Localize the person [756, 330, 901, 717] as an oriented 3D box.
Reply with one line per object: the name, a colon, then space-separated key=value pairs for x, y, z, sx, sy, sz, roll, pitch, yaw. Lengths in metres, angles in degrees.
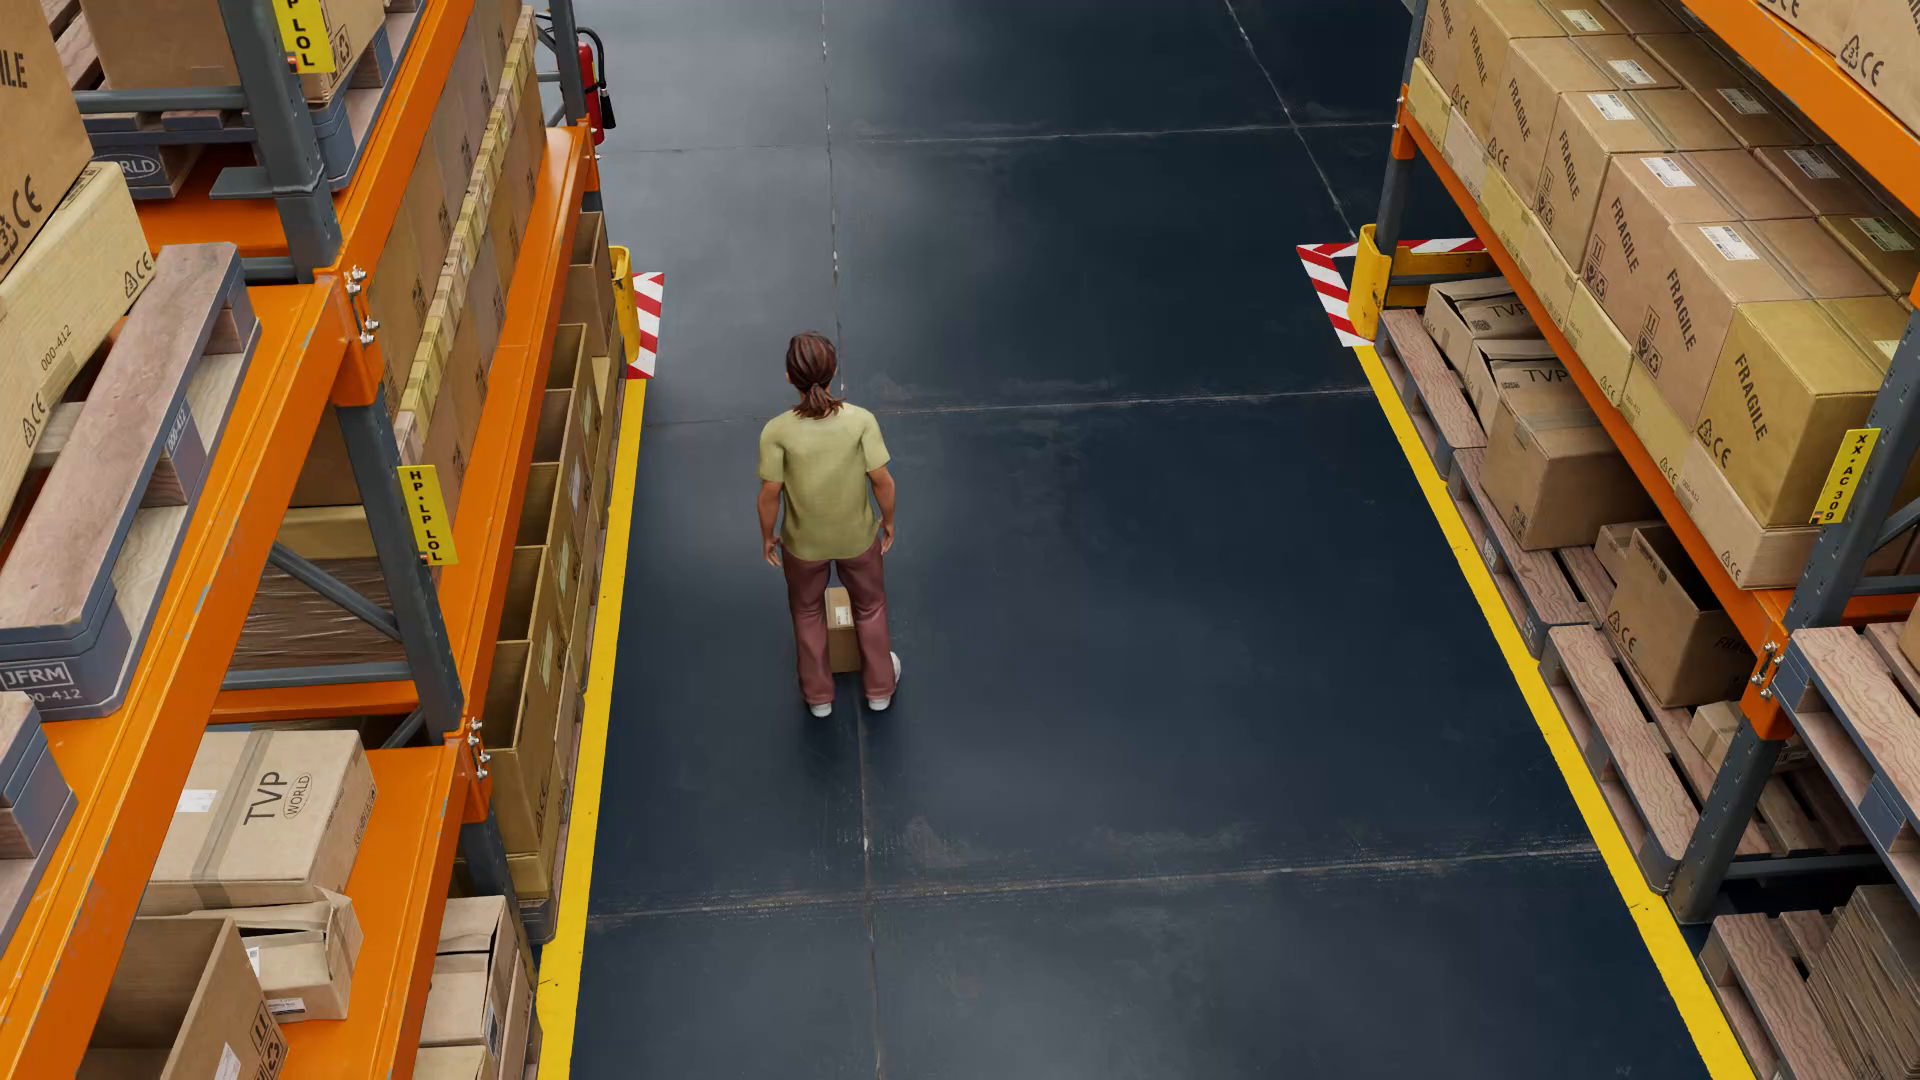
person: x=-0.483 y=-0.023 z=6.185 sx=0.519 sy=1.671 sz=0.362 roll=-6 pitch=40 yaw=-7
